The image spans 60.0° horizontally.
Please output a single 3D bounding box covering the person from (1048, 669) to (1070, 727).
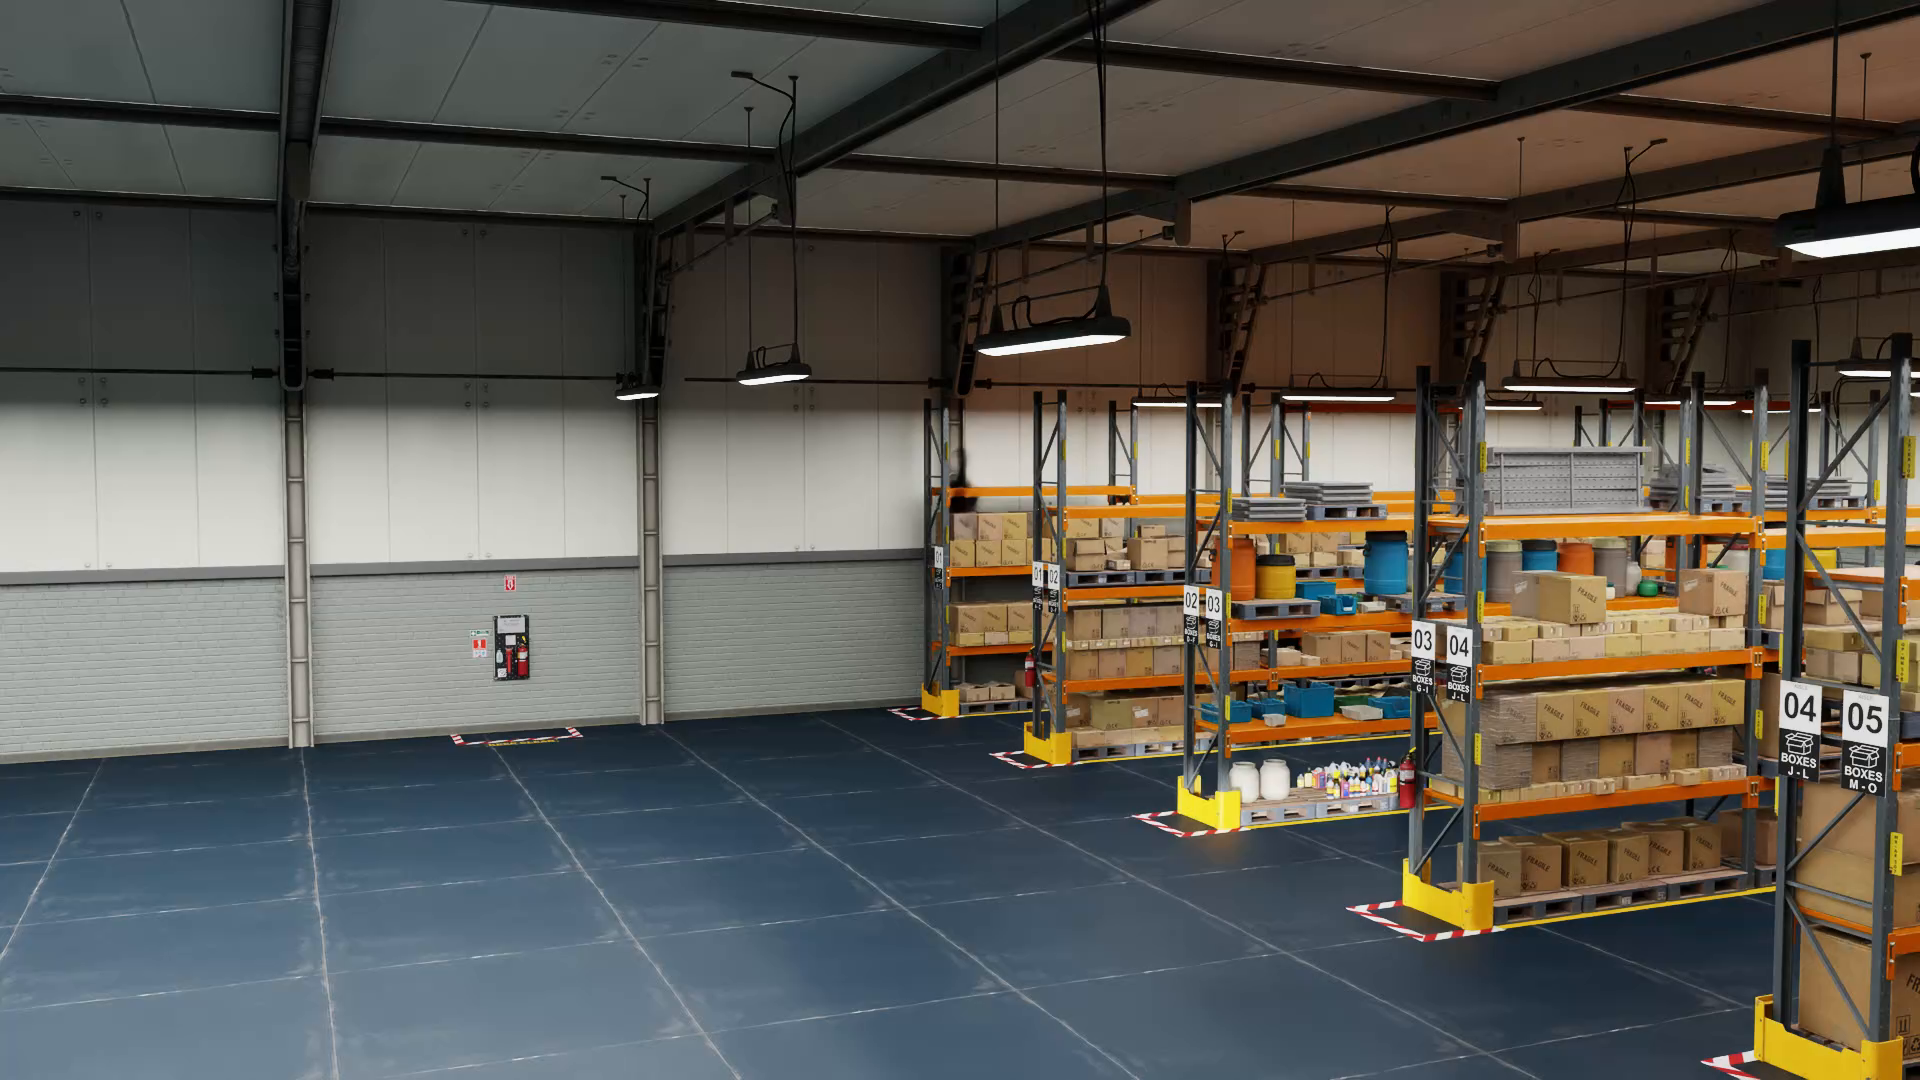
[{"bbox_3d":[1.981,2.525,30.304,0.824,1.754,0.683,-3,4,-40],"label":"person"}]
